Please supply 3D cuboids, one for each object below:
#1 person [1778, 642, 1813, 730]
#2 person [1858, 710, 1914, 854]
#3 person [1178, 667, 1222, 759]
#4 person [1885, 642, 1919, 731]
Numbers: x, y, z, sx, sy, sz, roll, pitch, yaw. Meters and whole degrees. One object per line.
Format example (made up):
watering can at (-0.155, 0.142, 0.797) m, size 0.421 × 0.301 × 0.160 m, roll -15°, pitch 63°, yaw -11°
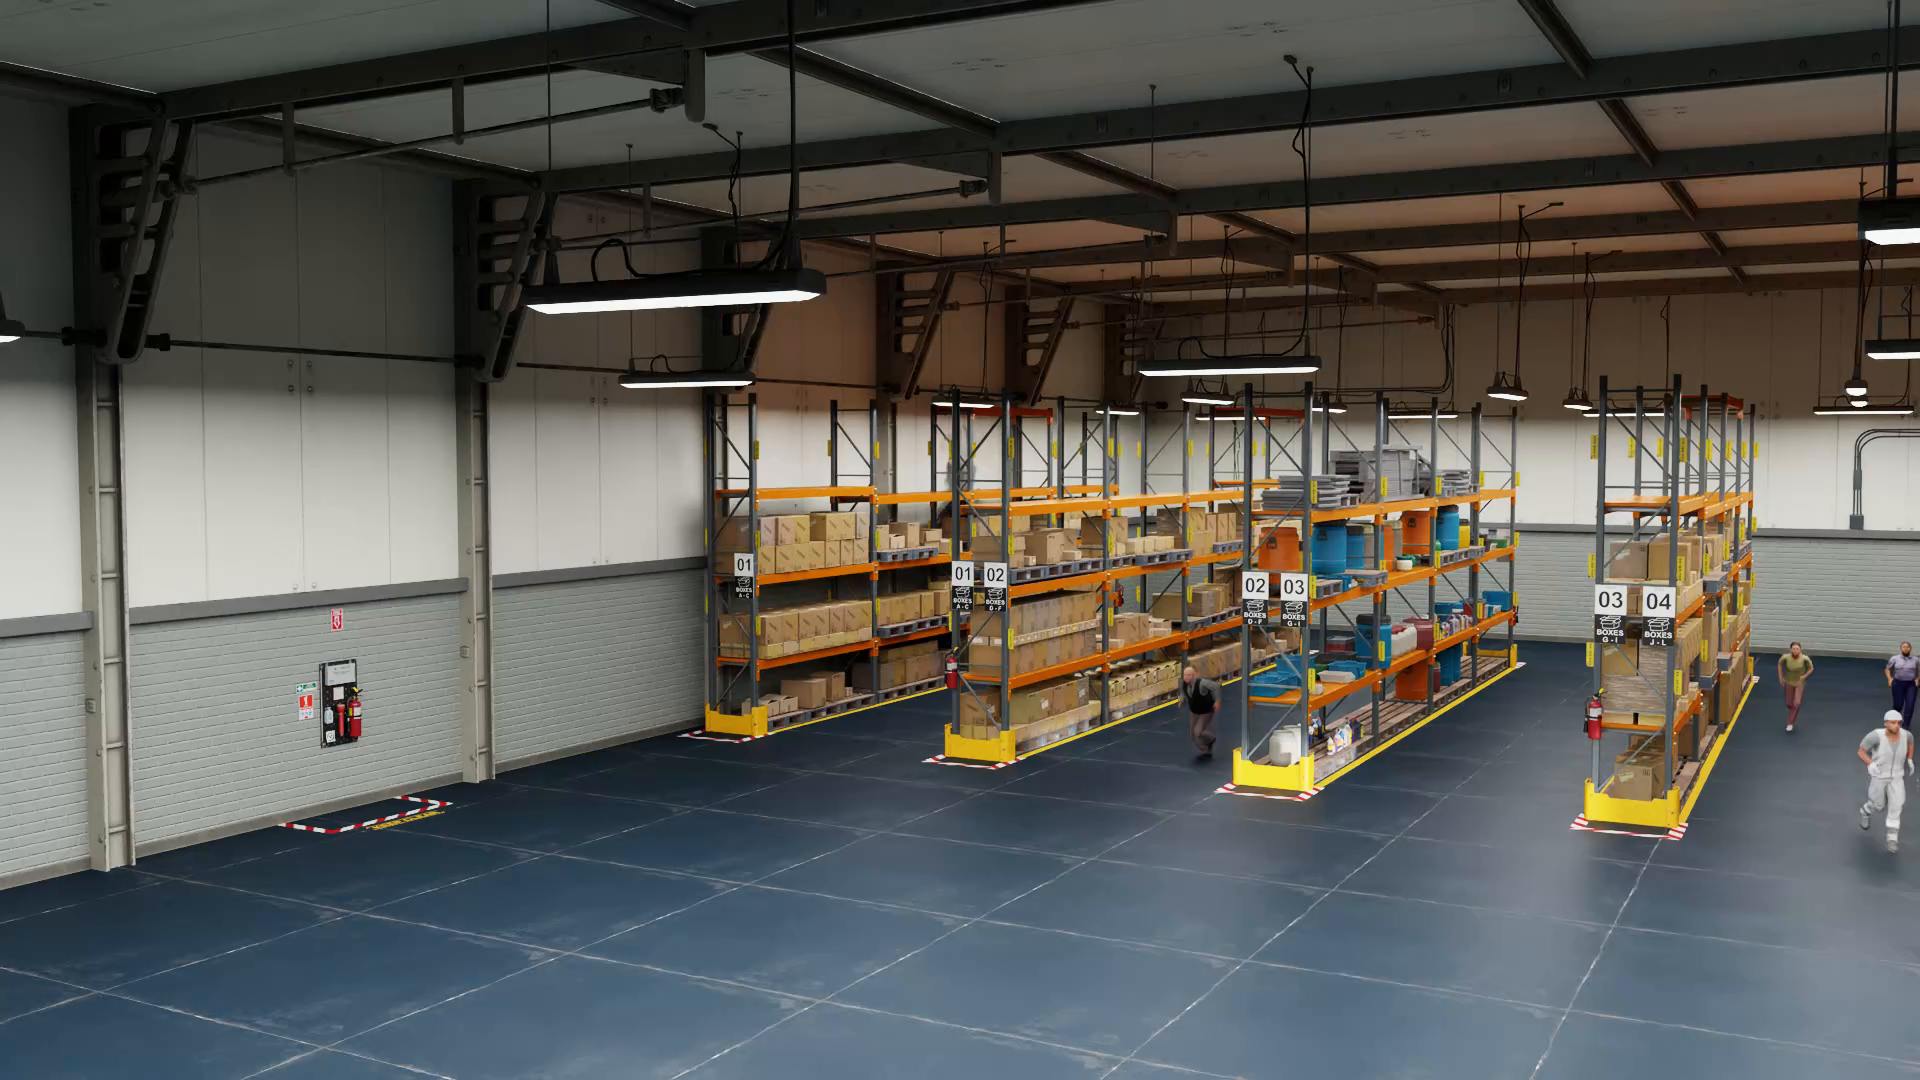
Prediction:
person at (15.010, 2.610, 29.896) m, size 0.575 × 1.605 × 0.735 m, roll 1°, pitch 3°, yaw 24°
person at (11.685, 2.985, 20.986) m, size 0.690 × 1.741 × 1.098 m, roll 0°, pitch 3°, yaw 6°
person at (3.849, 2.792, 26.723) m, size 0.684 × 1.544 × 0.803 m, roll 3°, pitch 4°, yaw 44°
person at (16.833, 2.618, 29.628) m, size 0.616 × 1.598 × 0.599 m, roll 1°, pitch 3°, yaw 24°
